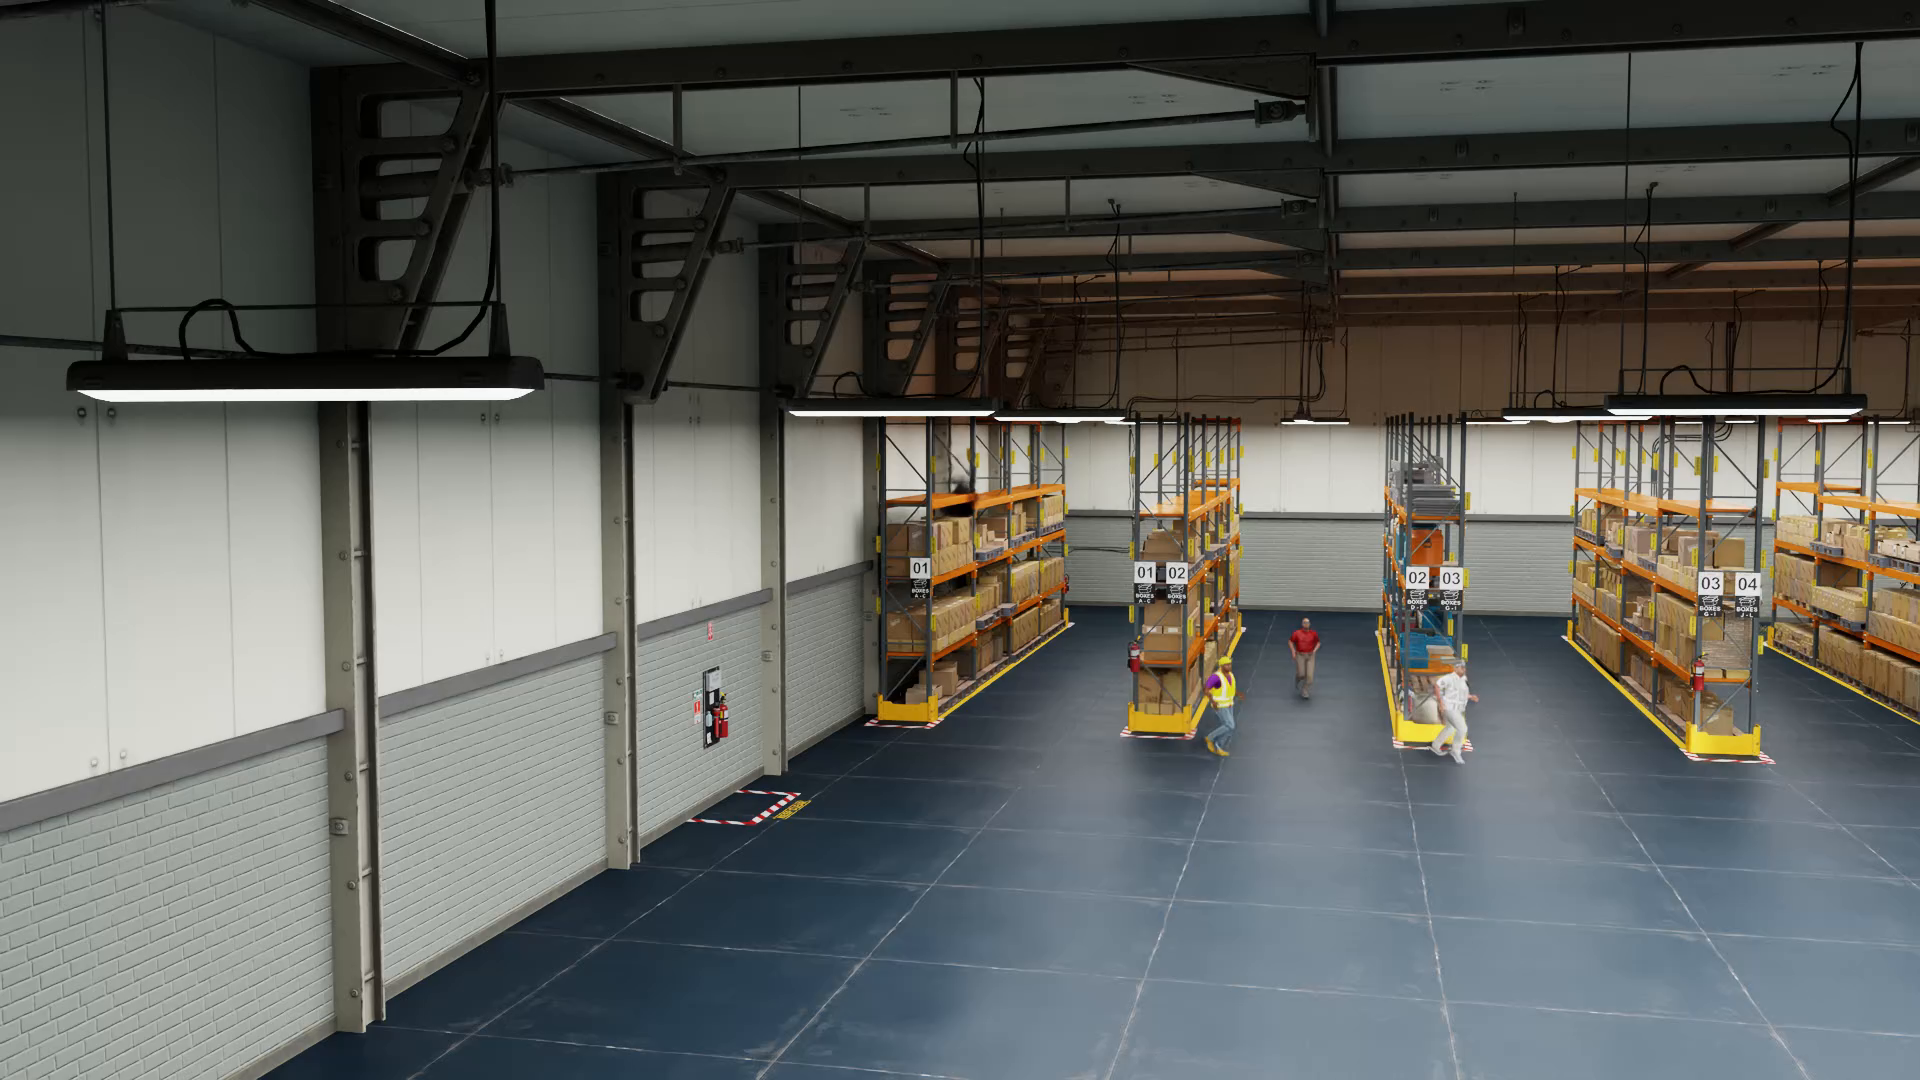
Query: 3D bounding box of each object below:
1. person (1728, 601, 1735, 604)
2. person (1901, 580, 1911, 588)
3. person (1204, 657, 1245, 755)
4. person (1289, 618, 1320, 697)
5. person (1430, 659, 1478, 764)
[{"bbox_3d":[20.812,1.877,44.892,0.762,1.643,0.703,0,4,4],"label":"person"},{"bbox_3d":[25.056,1.857,44.149,0.801,1.822,0.670,0,4,7],"label":"person"},{"bbox_3d":[4.637,2.897,29.008,0.599,1.730,0.682,4,5,42],"label":"person"},{"bbox_3d":[7.339,2.498,35.338,0.664,1.665,0.601,0,4,-1],"label":"person"},{"bbox_3d":[8.481,2.932,28.589,0.893,1.813,0.570,4,5,43],"label":"person"}]
